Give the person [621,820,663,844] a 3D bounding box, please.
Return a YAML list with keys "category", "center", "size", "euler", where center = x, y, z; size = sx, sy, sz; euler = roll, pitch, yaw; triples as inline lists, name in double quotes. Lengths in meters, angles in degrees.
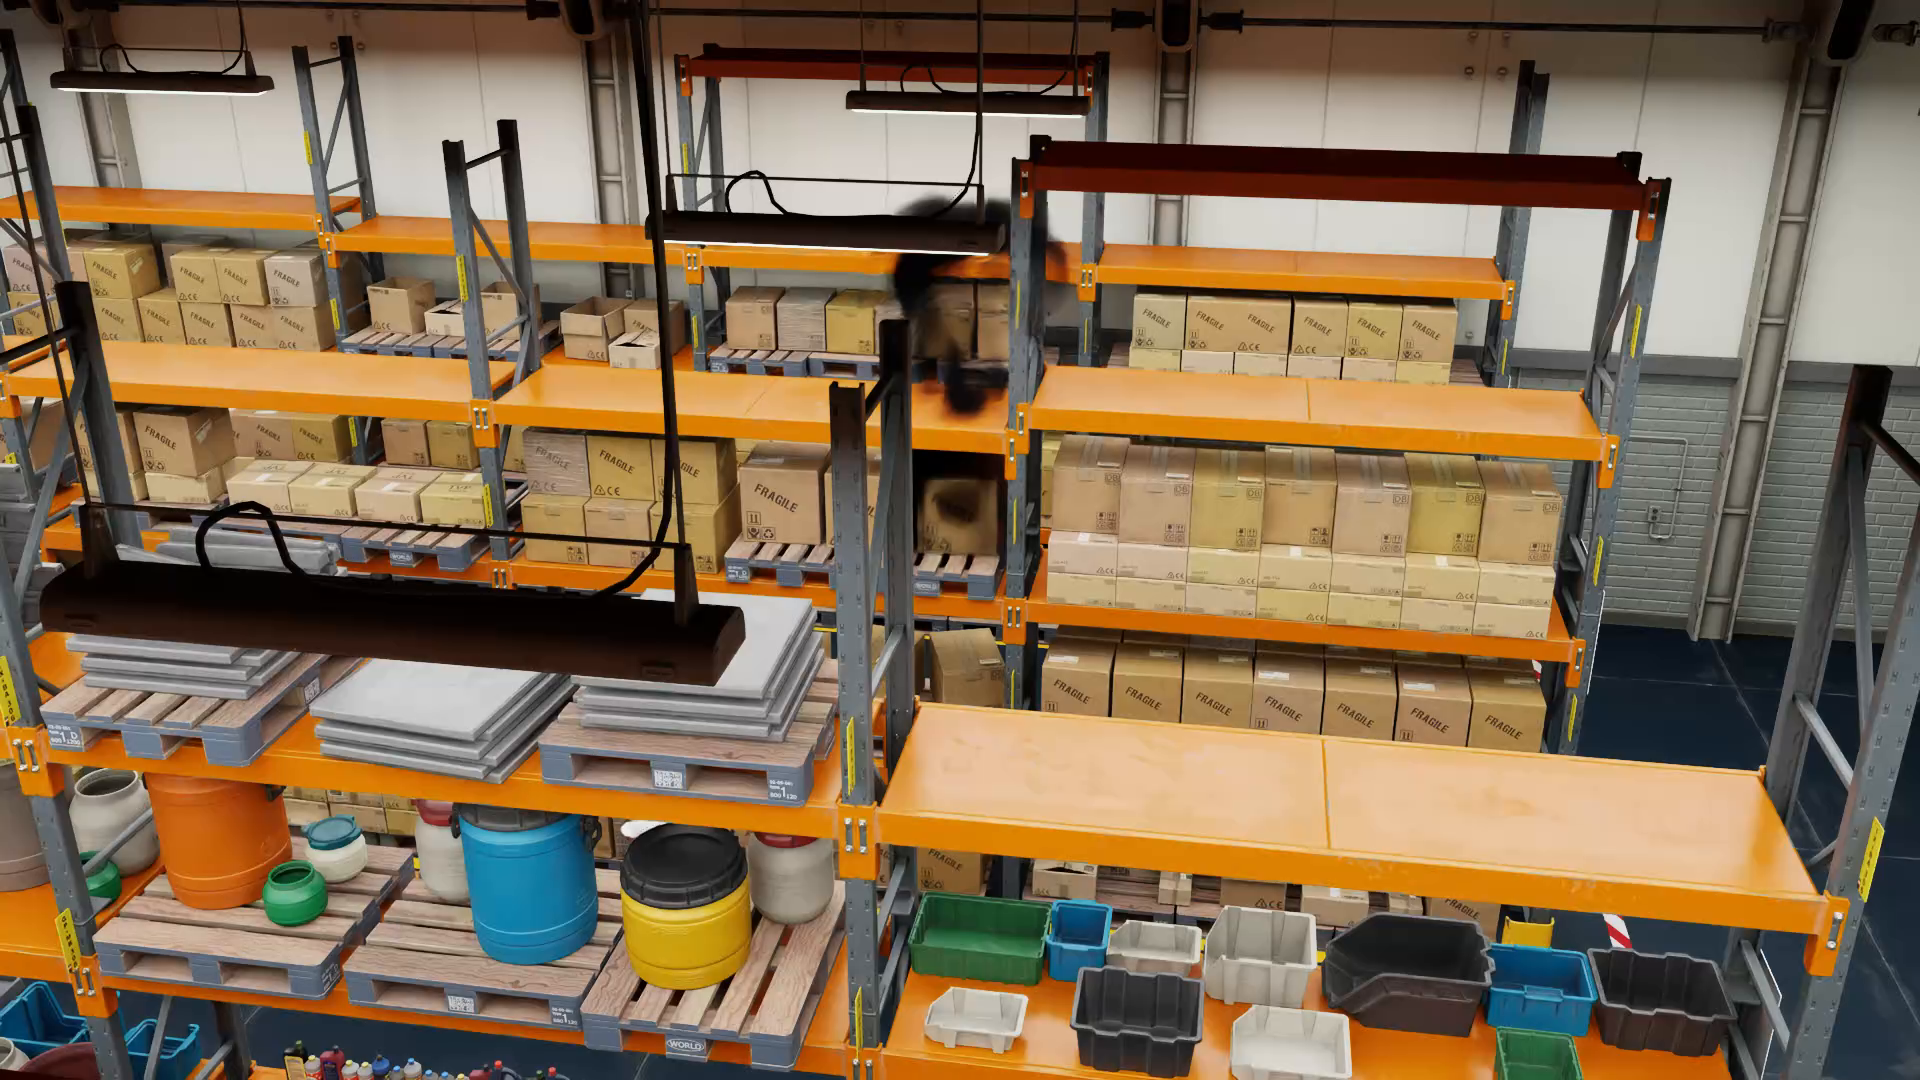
- category: "person"
  center: [-2.001, 2.687, 11.905]
  size: [0.738, 1.706, 0.650]
  euler: [-1, 23, -3]
